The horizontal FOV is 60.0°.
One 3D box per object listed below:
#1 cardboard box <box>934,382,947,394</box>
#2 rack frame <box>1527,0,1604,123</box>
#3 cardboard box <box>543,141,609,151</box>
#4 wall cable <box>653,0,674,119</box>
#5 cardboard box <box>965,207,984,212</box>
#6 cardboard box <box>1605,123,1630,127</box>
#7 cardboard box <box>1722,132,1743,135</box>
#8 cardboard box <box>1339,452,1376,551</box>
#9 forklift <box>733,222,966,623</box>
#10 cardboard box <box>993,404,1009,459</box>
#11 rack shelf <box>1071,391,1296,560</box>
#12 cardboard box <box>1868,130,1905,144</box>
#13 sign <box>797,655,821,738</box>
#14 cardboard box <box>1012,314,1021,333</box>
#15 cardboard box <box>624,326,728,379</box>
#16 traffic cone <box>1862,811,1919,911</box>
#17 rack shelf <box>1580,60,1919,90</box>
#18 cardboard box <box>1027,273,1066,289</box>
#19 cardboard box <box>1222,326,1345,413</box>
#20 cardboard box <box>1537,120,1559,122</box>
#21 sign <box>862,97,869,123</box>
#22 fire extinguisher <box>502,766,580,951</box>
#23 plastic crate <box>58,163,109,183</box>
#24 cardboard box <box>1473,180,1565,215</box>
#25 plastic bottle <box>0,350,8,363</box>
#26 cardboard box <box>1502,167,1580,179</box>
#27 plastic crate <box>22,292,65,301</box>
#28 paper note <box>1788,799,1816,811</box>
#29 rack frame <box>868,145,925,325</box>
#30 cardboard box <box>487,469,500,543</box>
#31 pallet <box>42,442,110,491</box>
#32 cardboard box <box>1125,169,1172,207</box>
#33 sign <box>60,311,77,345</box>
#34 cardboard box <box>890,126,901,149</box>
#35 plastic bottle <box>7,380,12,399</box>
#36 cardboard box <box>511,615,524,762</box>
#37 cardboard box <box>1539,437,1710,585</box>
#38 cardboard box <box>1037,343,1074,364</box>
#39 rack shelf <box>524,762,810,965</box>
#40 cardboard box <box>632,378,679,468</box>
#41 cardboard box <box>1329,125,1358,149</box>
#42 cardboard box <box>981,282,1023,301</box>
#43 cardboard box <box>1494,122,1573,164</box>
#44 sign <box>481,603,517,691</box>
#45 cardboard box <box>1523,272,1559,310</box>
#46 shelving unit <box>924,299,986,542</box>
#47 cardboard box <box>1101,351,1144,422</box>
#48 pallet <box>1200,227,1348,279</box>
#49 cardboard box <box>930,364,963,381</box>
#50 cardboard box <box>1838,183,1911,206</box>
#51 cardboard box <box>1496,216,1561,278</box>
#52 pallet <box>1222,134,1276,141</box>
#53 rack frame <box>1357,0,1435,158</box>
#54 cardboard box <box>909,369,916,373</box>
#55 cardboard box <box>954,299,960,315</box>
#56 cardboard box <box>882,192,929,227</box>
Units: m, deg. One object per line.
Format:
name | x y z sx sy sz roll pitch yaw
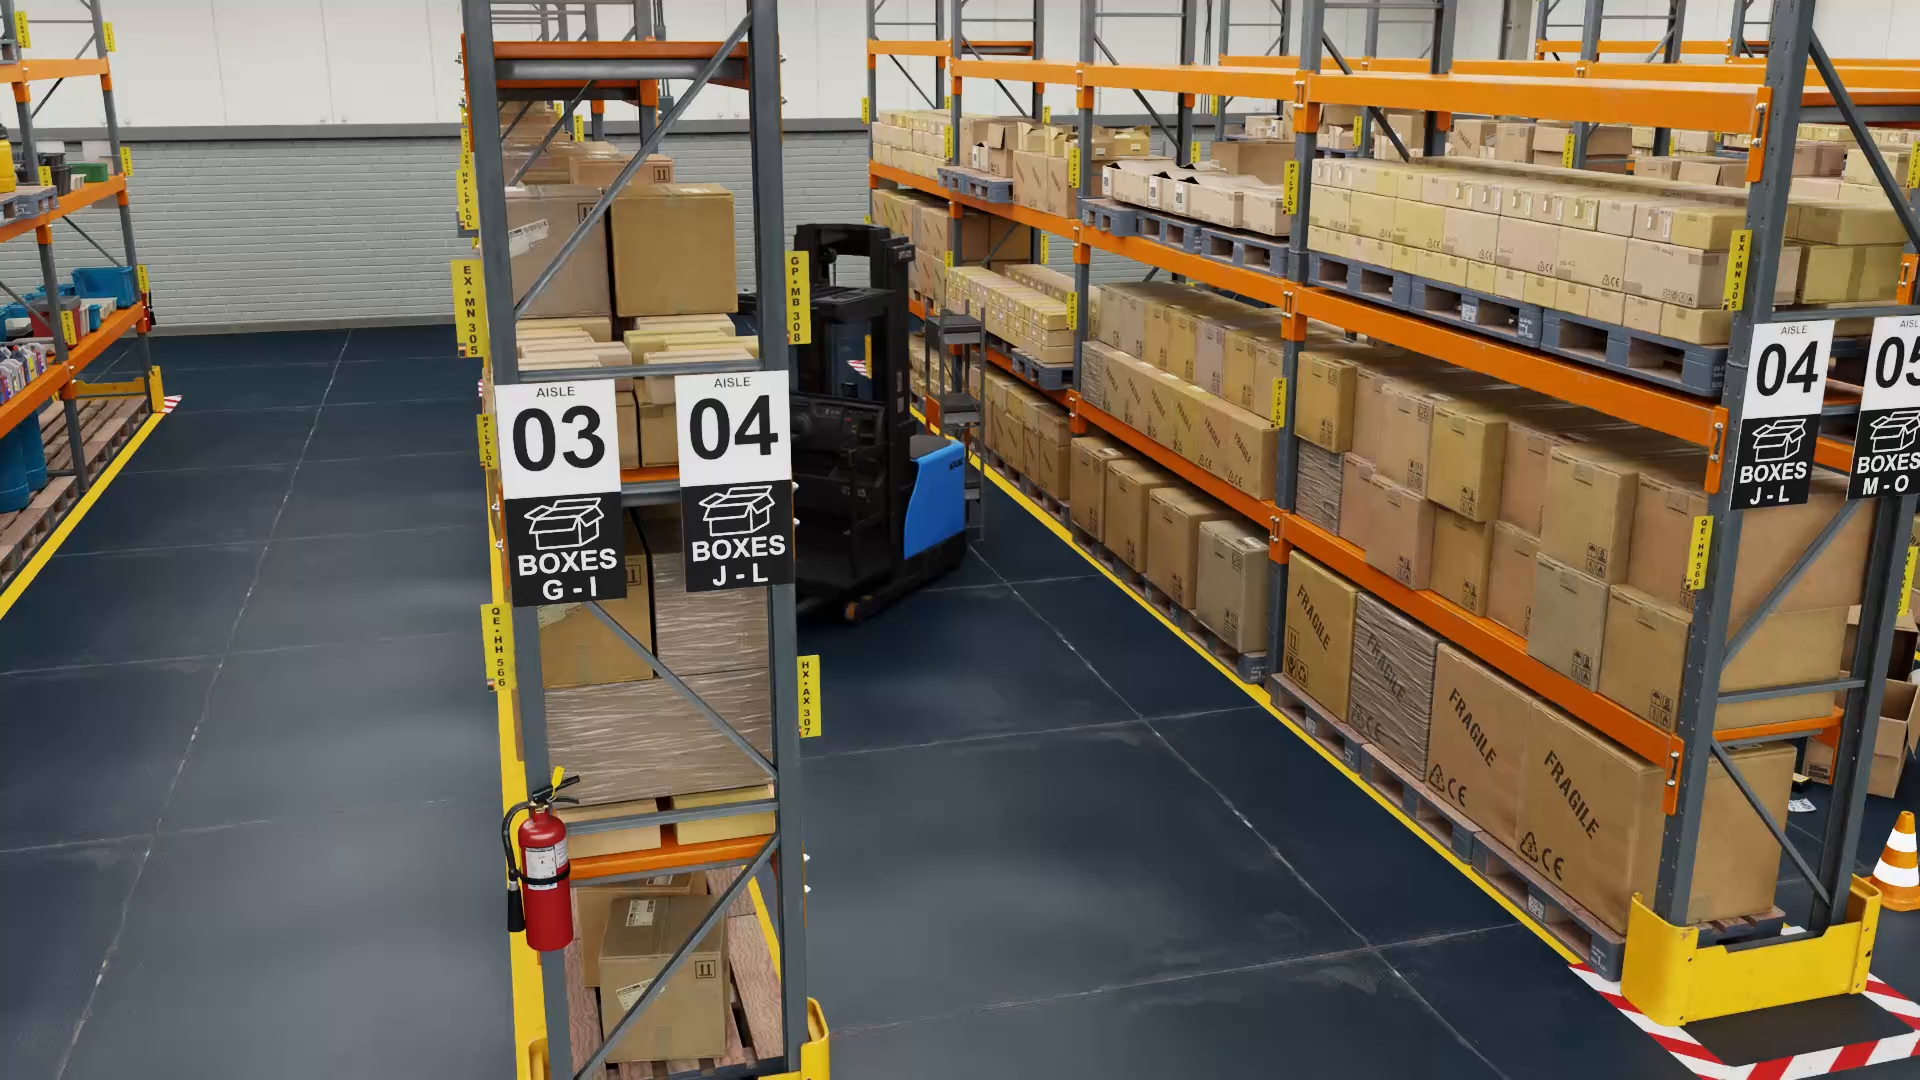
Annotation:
cardboard box | -0.078 -1.749 19.269 0.380 0.149 0.250 -6 18 -18
rack frame | 8.804 -7.427 24.036 1.000 3.000 0.127 -5 17 -15
cardboard box | -2.926 -2.776 12.723 0.500 0.500 0.500 -4 17 -14
wall cable | -3.736 -9.628 25.769 2.277 5.999 0.120 -5 17 -15
cardboard box | 0.353 -3.590 19.262 0.500 0.500 0.500 -5 18 -17
cardboard box | 9.107 -5.738 22.501 0.500 0.250 0.500 -4 17 -14
cardboard box | 9.564 -5.038 20.312 0.380 0.149 0.250 -4 17 -14
cardboard box | 2.885 -0.242 10.285 0.875 0.550 0.550 -5 17 -15
forklift | -1.105 -0.909 12.884 1.130 2.935 3.031 9 19 28
cardboard box | 0.652 -1.124 17.093 0.500 0.500 0.500 -4 17 -14
rack shelf | 2.049 -0.631 13.088 1.077 0.370 4.000 -5 17 -15
cardboard box | 10.267 -4.470 18.456 0.380 0.149 0.250 -5 17 -15
sign | -0.577 0.591 6.266 0.100 0.325 0.005 -5 17 -15
cardboard box | 0.708 -2.068 15.812 0.380 0.149 0.250 -5 17 -15
cardboard box | -1.118 -0.741 6.559 0.380 0.149 0.250 -5 17 -16
traffic cone | 4.917 1.640 8.688 0.336 0.463 0.334 -5 17 -15
rack shelf | 6.781 -3.732 13.679 1.077 0.370 4.000 -5 17 -15
cardboard box | 0.914 -2.687 17.355 0.380 0.149 0.250 -5 17 -15
cardboard box | 2.313 -1.228 11.914 0.700 0.500 0.500 -5 17 -16
cardboard box | 8.663 -5.917 23.966 0.500 0.250 0.500 -5 17 -16
sign | -1.221 -5.554 21.493 0.100 0.325 0.005 -5 17 -15
fire extinguisher | -1.510 1.154 6.032 0.296 0.674 0.183 -5 17 -15
plastic crate | -9.712 -4.070 18.443 0.450 0.188 0.336 -5 17 -15
cardboard box | 2.860 -1.751 8.500 0.380 0.149 0.250 -5 17 -15
plastic bottle | -8.679 -1.565 15.033 0.144 0.351 0.185 -5 17 -15
cardboard box | 3.285 -2.013 9.373 0.380 0.149 0.250 -5 17 -15
plastic crate | -10.326 -2.658 18.773 0.416 0.233 0.300 -5 17 -15
paper note | 4.911 1.551 9.740 0.144 0.017 0.142 1 17 4
rack frame | -0.699 -3.741 22.193 1.000 3.000 0.127 -5 17 -15
cardboard box | -3.467 -0.540 14.500 1.225 0.875 0.875 -6 18 -18
pallet | -9.398 -0.744 17.062 1.003 0.211 1.213 -5 17 -15
cardboard box | 1.625 -2.786 13.156 0.500 0.250 0.500 -4 17 -14
sign | -8.629 -2.055 16.097 0.100 0.325 0.005 -5 17 -15
cardboard box | -0.556 -4.919 20.290 0.500 0.250 0.500 -4 17 -15
plastic bottle | -8.342 -1.329 14.507 0.097 0.201 0.097 0 17 0
cardboard box | -1.476 0.575 7.133 0.875 0.500 0.500 -5 17 -15
cardboard box | 3.393 -0.155 8.117 0.875 0.550 0.550 -5 17 -15
cardboard box | 0.922 -1.709 15.136 0.380 0.149 0.250 -4 17 -14
rack shelf | -1.648 0.840 8.193 1.077 0.370 4.000 -5 17 -15
cardboard box | -0.983 -0.470 6.349 0.500 0.250 0.500 -4 17 -14
cardboard box | 4.649 -4.827 19.923 0.396 0.266 0.258 -4 17 -13
cardboard box | 0.423 -2.498 16.726 0.380 0.149 0.250 -4 17 -13
cardboard box | 5.776 -3.892 16.578 0.700 0.500 0.500 -6 18 -18
sign | -1.638 0.381 5.908 0.100 0.325 0.005 -5 17 -15
cardboard box | 3.001 -1.228 8.144 0.380 0.149 0.250 -5 17 -16
shelving unit | -0.045 -1.051 14.802 0.431 2.100 0.503 -5 17 -15
cardboard box | 1.506 -1.290 13.860 0.500 0.500 0.500 -5 17 -16
pallet | 2.299 -2.017 11.570 0.805 0.209 1.217 -5 18 -17
cardboard box | -0.131 -1.969 19.485 0.380 0.149 0.250 -5 17 -16
cardboard box | 7.031 -2.557 12.568 0.500 0.250 0.500 -5 17 -16
cardboard box | 3.021 -1.463 8.233 0.500 0.250 0.500 -5 17 -16
pallet | 4.247 -5.350 22.490 1.003 0.211 1.213 -5 17 -15
rack frame | 5.132 -5.927 19.043 1.000 3.000 0.127 -5 17 -15
cardboard box | -0.526 -2.055 20.804 0.380 0.149 0.250 -6 18 -18
cardboard box | 0.148 -2.494 17.748 0.380 0.149 0.250 -4 17 -14
cardboard box | -0.686 -4.126 21.046 0.500 0.500 0.500 -4 17 -14
